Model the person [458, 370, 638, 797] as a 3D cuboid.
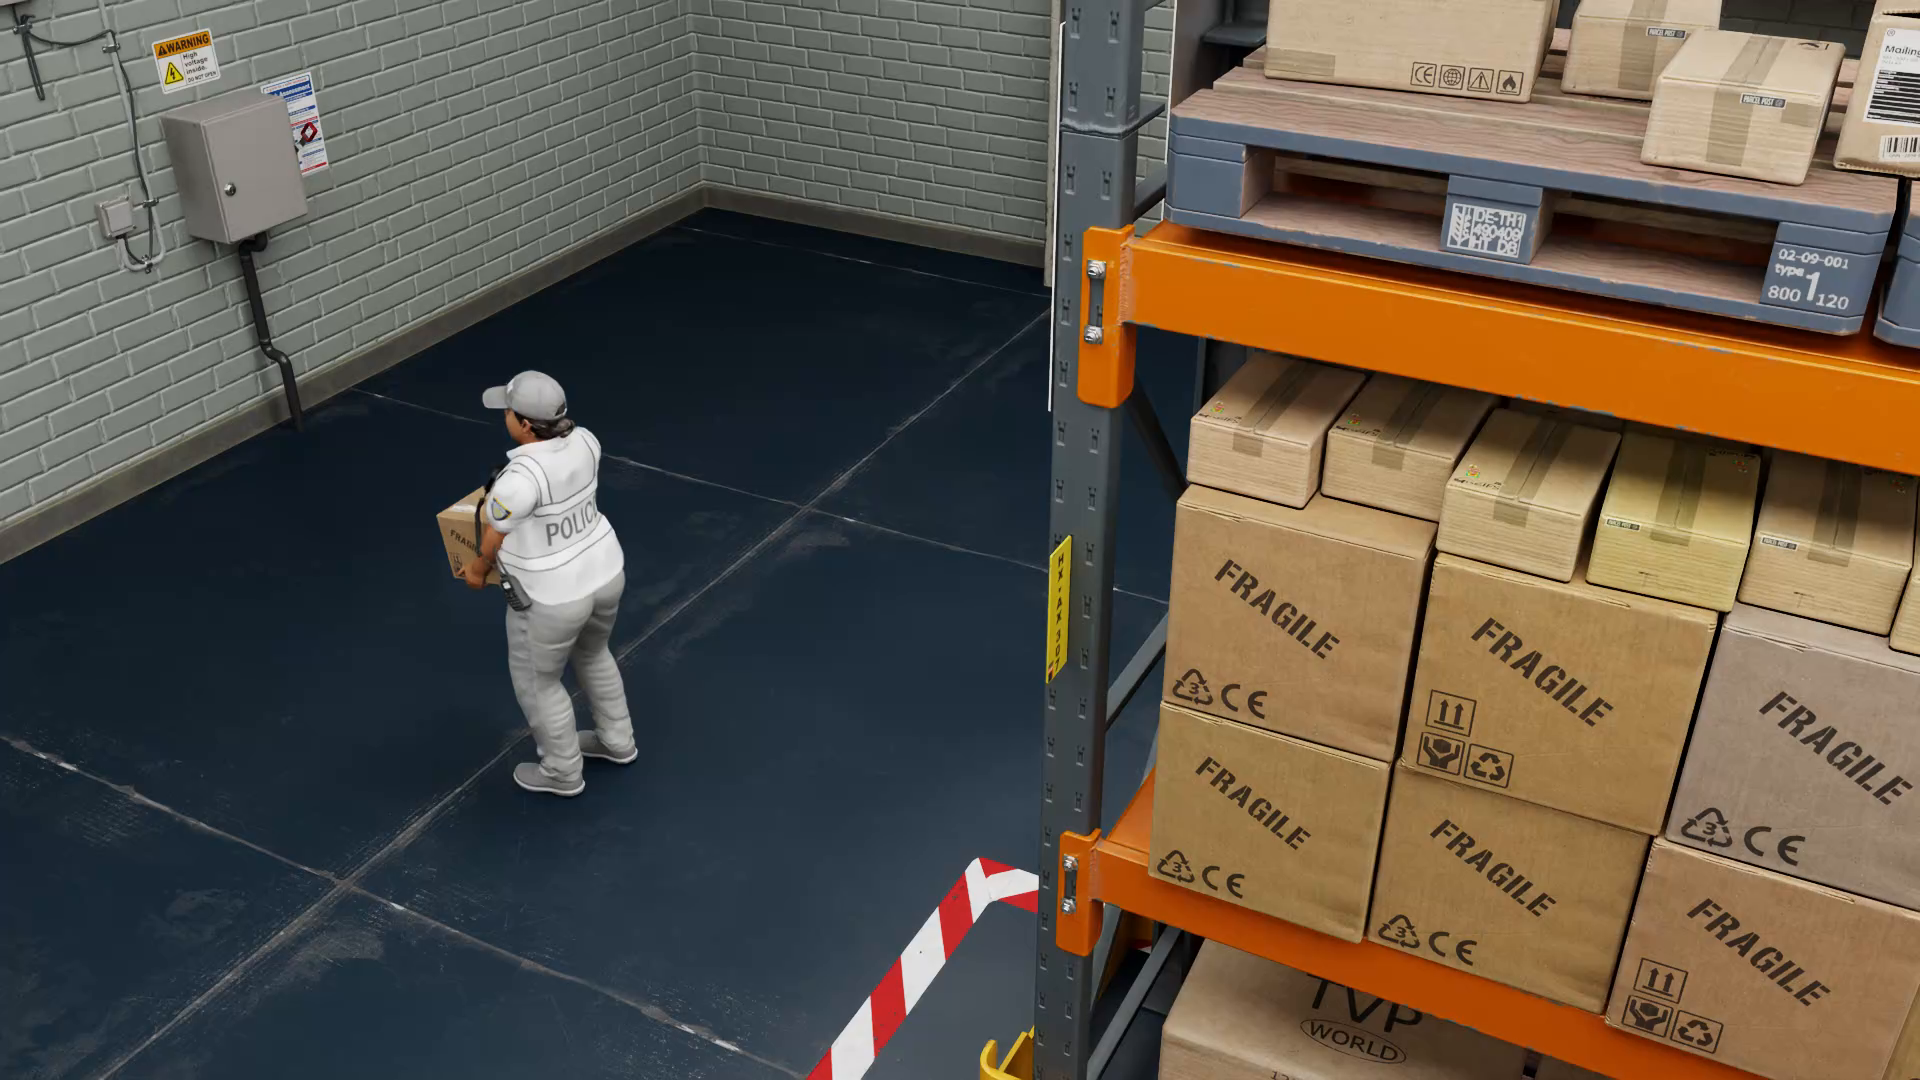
[{"bbox_3d":[-1.470,0.154,5.873,0.542,1.663,0.452,14,33,23],"label":"person"}]
